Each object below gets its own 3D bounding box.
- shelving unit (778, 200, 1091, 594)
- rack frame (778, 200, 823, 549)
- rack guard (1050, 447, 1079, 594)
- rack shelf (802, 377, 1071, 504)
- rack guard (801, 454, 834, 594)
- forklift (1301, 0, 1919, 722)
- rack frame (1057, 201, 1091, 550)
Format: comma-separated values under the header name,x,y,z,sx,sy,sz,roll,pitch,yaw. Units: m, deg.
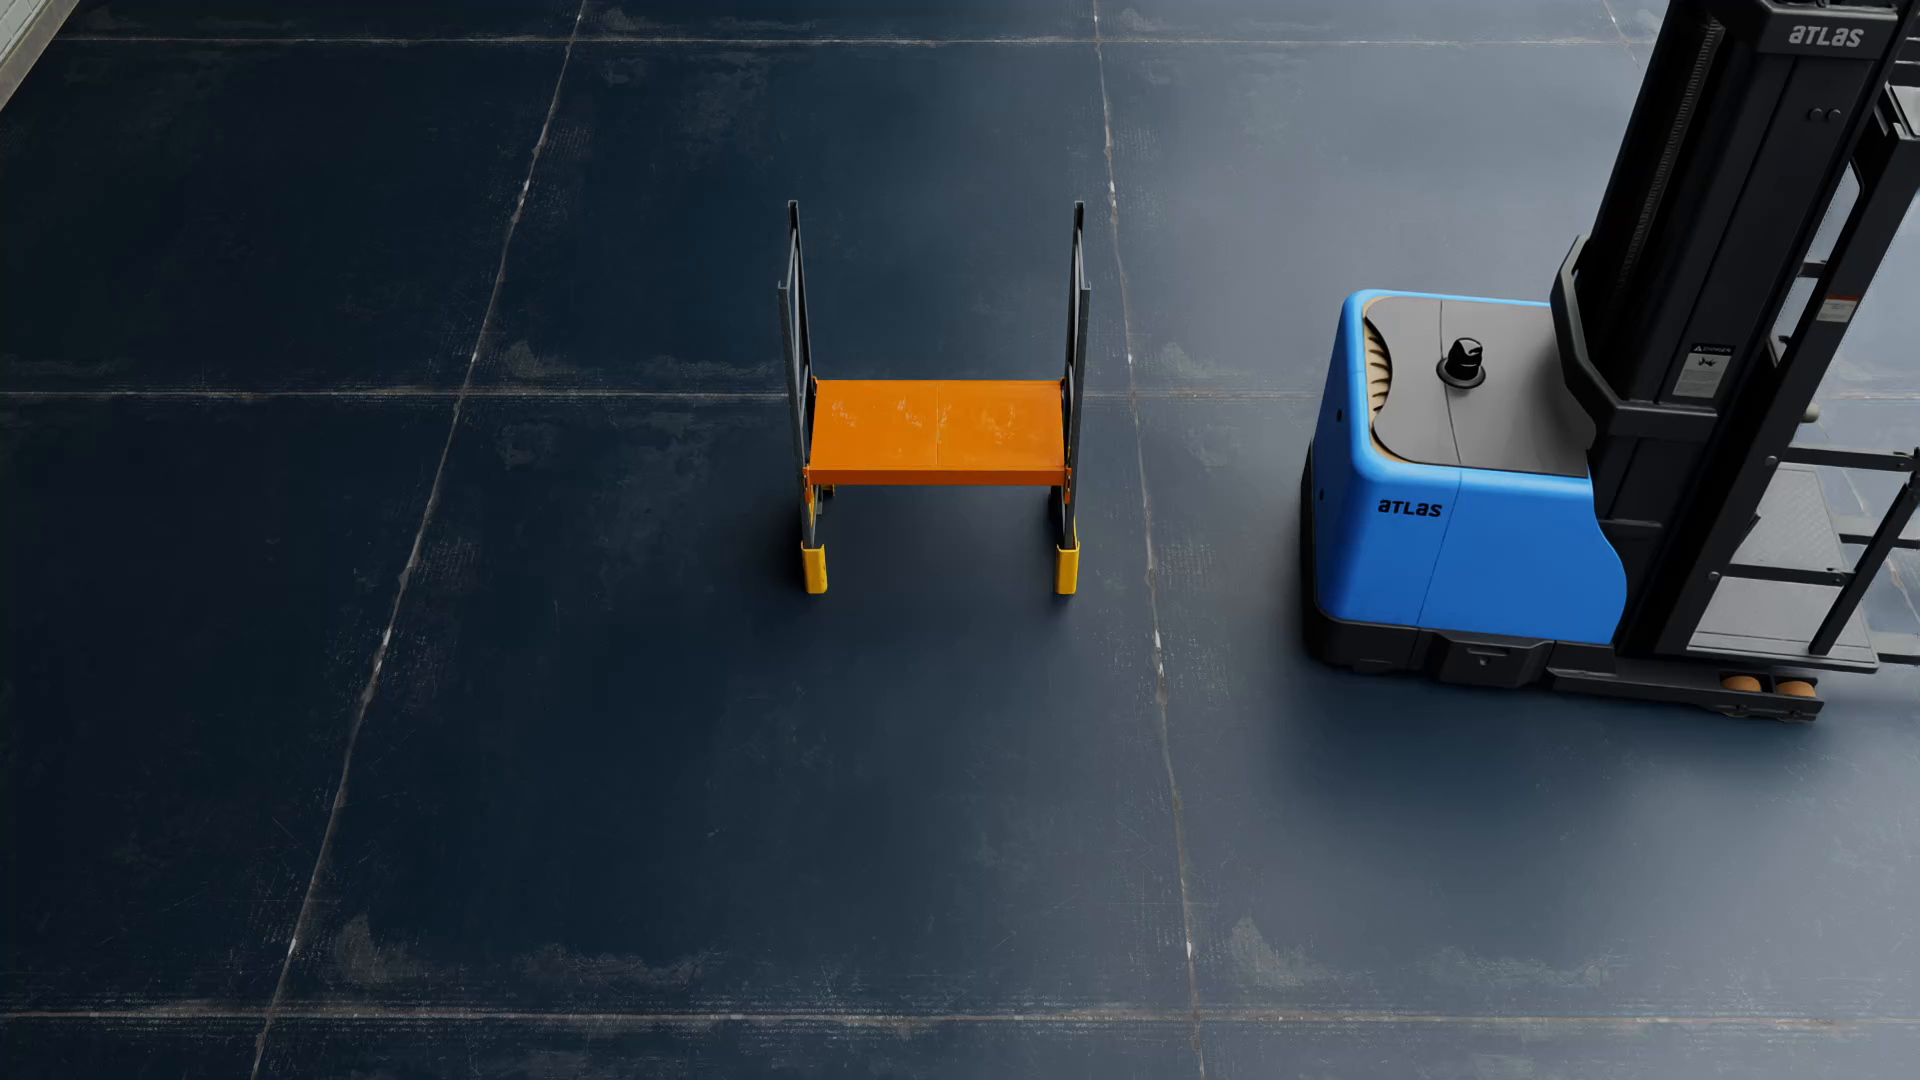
name,x,y,z,sx,sy,sz,roll,pitch,yaw
shelving unit,-0.076,-0.511,6.282,1.083,1.500,0.587,0,47,0
rack frame,-0.594,-0.513,6.283,0.032,1.500,0.500,0,47,0
rack guard,0.422,-0.084,6.738,0.087,0.250,0.587,0,47,0
rack shelf,-0.085,-0.389,6.414,1.000,0.185,0.538,0,47,0
rack guard,-0.574,-0.087,6.741,0.087,0.250,0.587,0,47,0
forklift,2.875,-0.735,5.513,3.031,2.935,1.130,5,47,5
rack frame,0.423,-0.510,6.281,0.032,1.500,0.500,0,47,0
